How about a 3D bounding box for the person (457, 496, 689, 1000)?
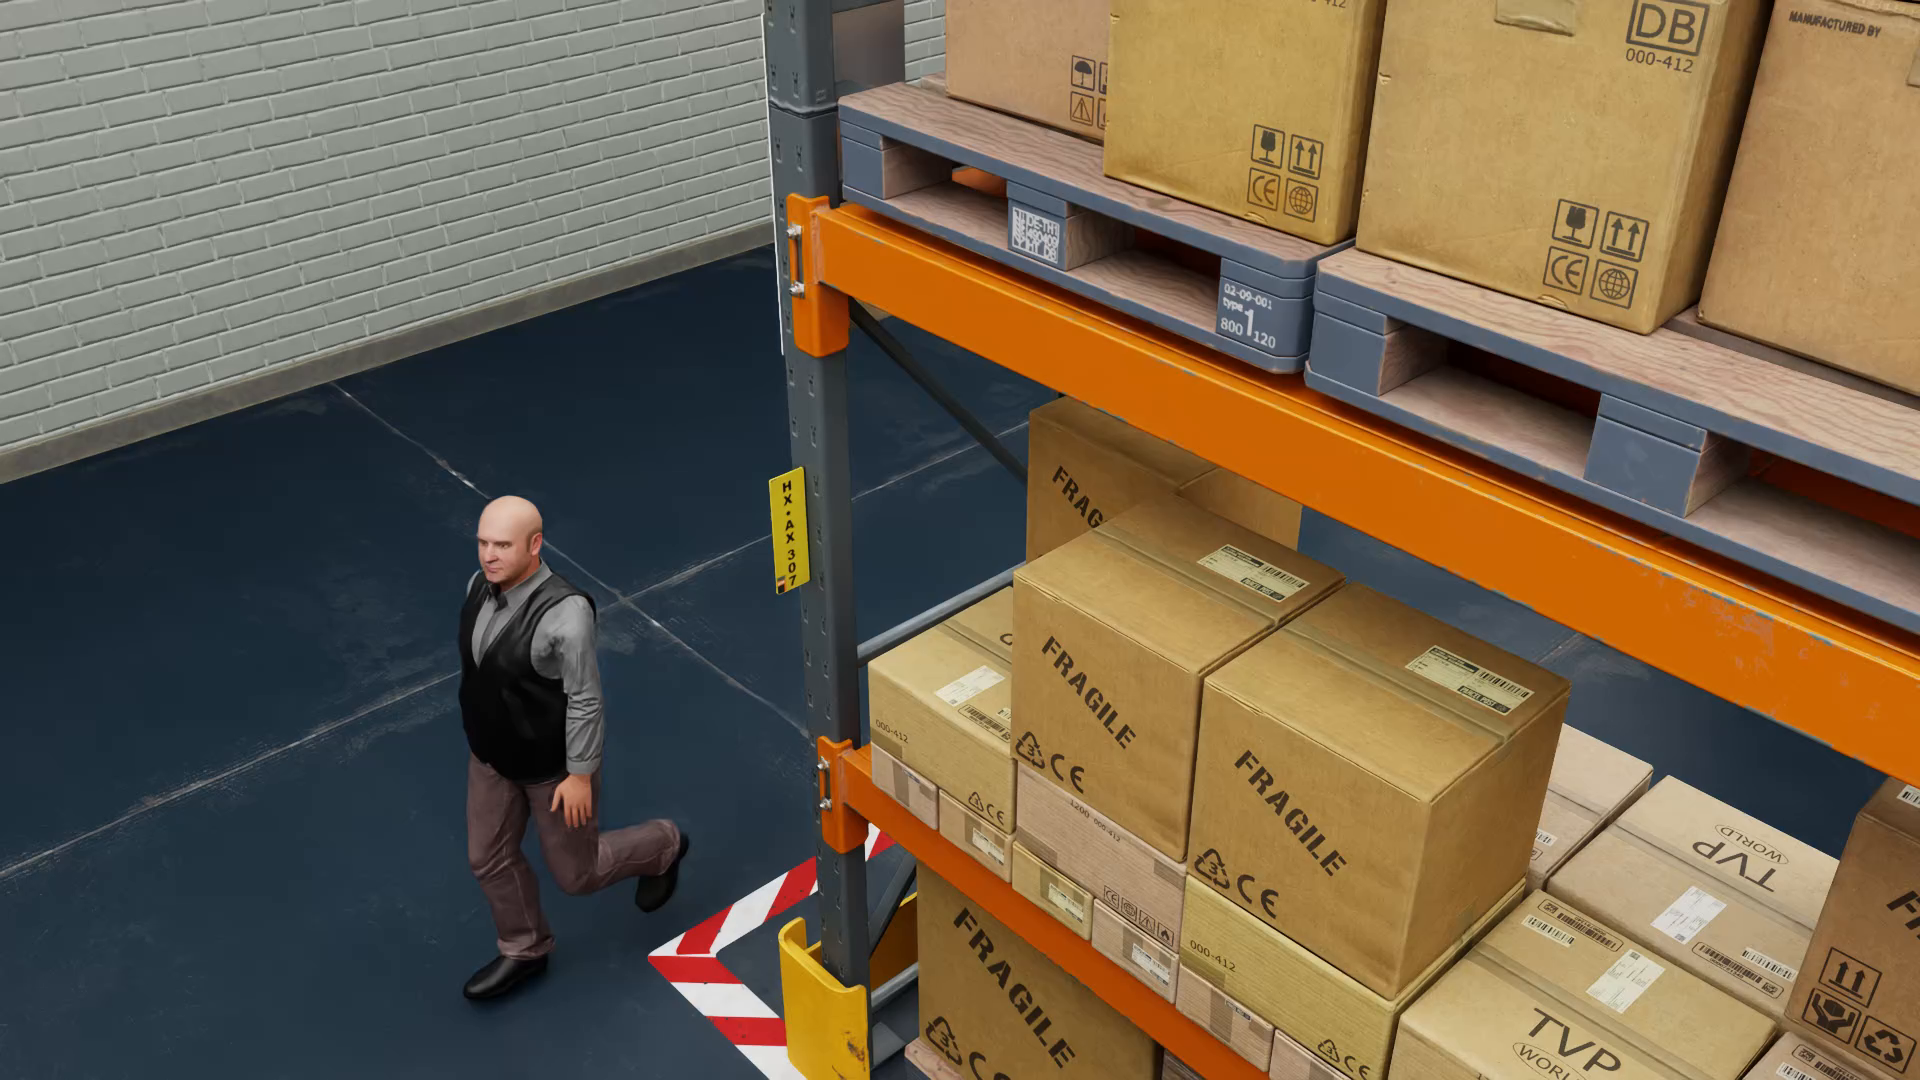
[{"bbox_3d":[-1.266,0.631,5.114,0.552,1.696,0.810,22,38,31],"label":"person"}]
